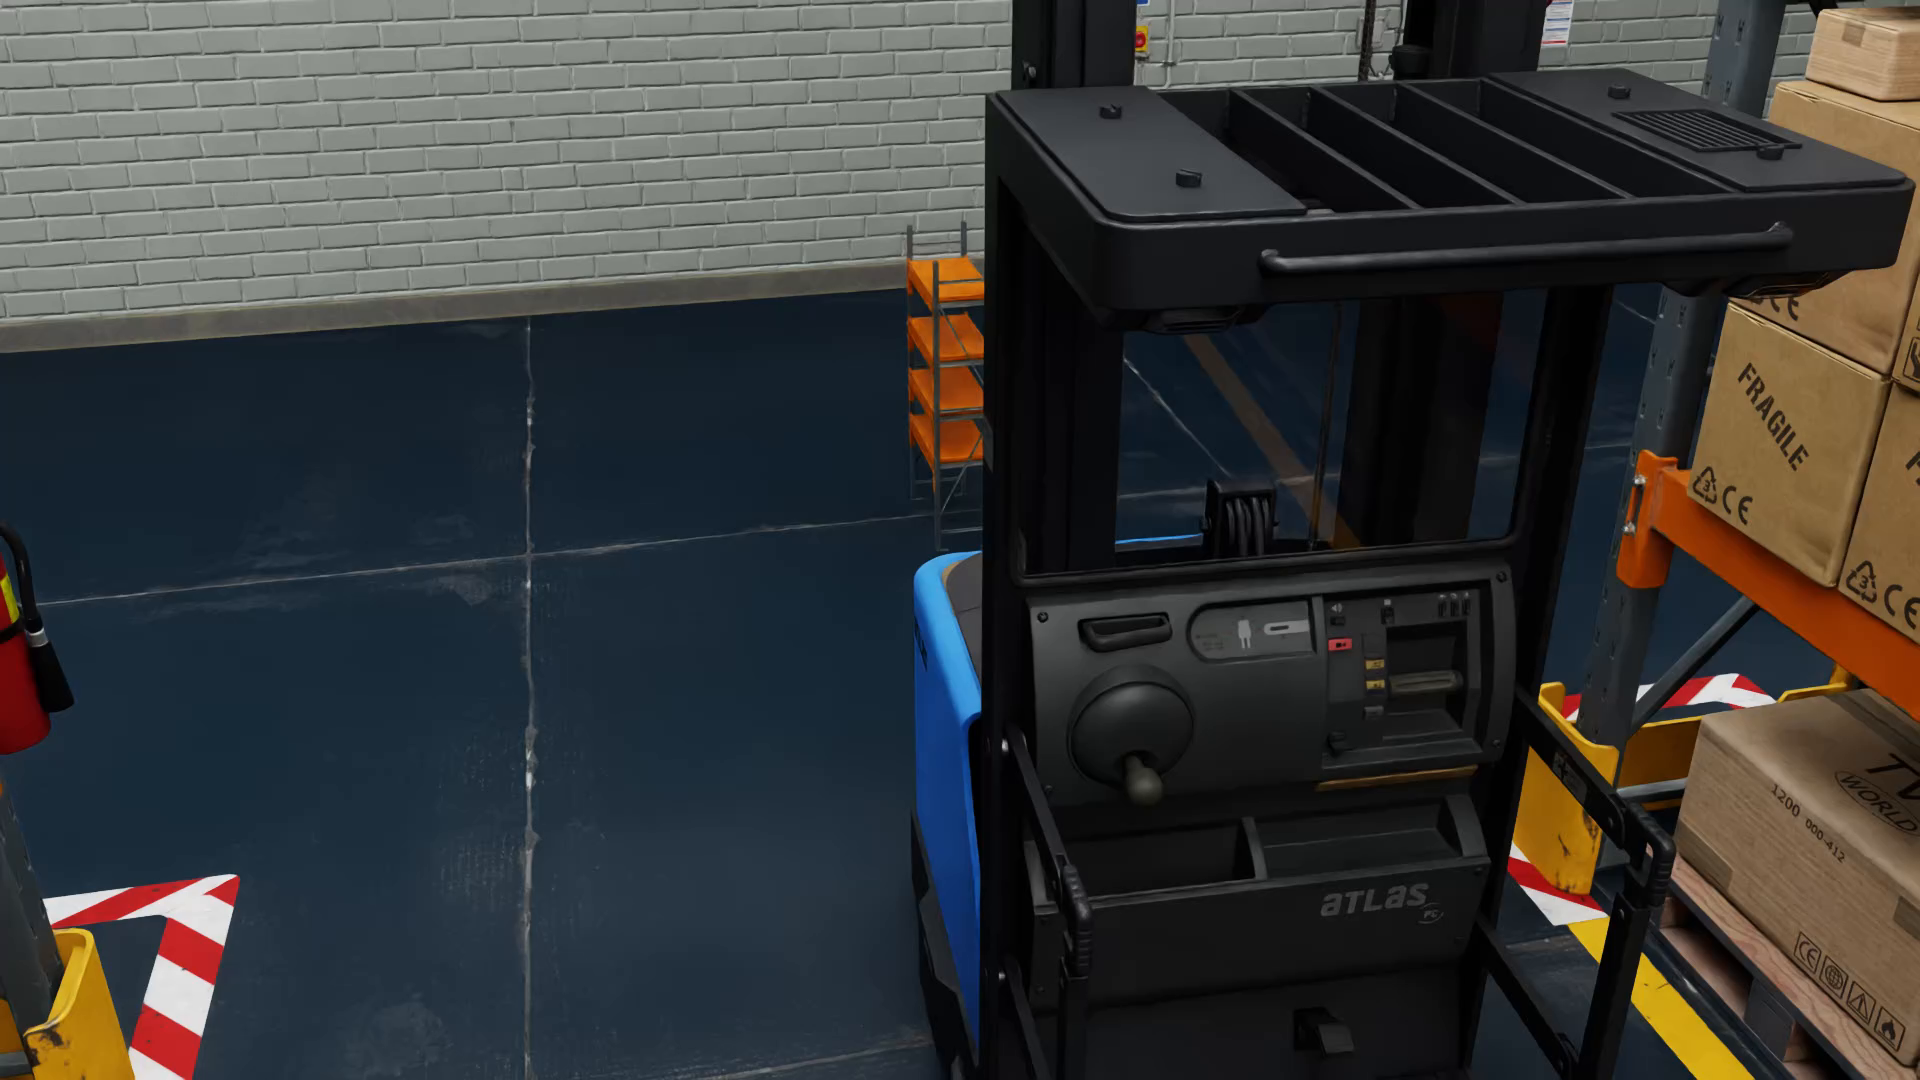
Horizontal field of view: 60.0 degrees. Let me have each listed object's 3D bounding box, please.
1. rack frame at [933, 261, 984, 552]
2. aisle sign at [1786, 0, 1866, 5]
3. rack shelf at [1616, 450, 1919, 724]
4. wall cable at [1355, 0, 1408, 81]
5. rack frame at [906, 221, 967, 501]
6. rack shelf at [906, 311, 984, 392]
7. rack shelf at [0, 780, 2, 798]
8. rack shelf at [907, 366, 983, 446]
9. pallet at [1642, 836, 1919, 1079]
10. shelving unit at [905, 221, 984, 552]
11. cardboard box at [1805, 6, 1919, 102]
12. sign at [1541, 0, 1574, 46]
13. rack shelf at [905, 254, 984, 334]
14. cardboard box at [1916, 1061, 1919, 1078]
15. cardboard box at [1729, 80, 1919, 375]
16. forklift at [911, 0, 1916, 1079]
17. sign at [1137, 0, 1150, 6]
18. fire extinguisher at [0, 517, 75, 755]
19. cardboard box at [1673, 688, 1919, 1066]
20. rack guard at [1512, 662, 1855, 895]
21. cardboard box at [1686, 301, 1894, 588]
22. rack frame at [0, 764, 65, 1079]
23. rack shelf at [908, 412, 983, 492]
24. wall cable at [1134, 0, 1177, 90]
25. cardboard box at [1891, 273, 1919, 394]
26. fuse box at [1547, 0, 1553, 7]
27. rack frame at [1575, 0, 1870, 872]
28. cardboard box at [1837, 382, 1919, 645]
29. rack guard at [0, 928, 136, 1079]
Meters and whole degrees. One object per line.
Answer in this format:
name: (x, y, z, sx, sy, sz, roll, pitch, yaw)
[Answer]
rack frame: (0.018, -0.501, 6.411, 0.240, 1.200, 0.015, -6, 27, -12)
aisle sign: (1.951, -1.607, 3.719, 0.394, 0.787, 0.004, -6, 27, -12)
rack shelf: (2.700, 0.755, 2.723, 1.077, 0.370, 4.000, -6, 27, -12)
wall cable: (2.335, -3.520, 9.267, 0.588, 1.984, 0.122, -6, 27, -12)
rack frame: (-0.092, -0.715, 6.836, 0.240, 1.200, 0.015, -6, 27, -12)
rack shelf: (-0.037, -0.748, 6.553, 0.258, 0.148, 0.480, -6, 27, -12)
rack shelf: (-2.100, 1.302, 1.640, 1.077, 0.370, 4.000, -6, 27, -12)
rack shelf: (-0.037, -0.548, 6.654, 0.258, 0.148, 0.480, -6, 27, -12)
pallet: (2.506, 1.144, 4.250, 1.003, 0.211, 1.213, -6, 27, -12)
shelving unit: (-0.037, -0.608, 6.624, 0.258, 1.200, 0.503, -6, 27, -12)
cardboard box: (2.060, -1.041, 3.542, 0.380, 0.149, 0.250, -5, 27, -11)
sign: (3.470, -3.165, 9.797, 0.329, 0.494, 0.001, -6, 27, -12)
rack shelf: (-0.037, -0.959, 6.447, 0.258, 0.148, 0.480, -6, 27, -12)
cardboard box: (2.710, 1.193, 3.435, 0.875, 0.438, 0.875, -5, 27, -10)
cardboard box: (2.080, -0.695, 3.578, 0.500, 0.500, 0.500, -7, 28, -13)
forklift: (0.626, 0.303, 2.897, 1.130, 2.935, 3.031, -5, 27, -9)
sign: (0.895, -3.060, 9.183, 0.327, 0.218, 0.001, -6, 27, -12)
fire extinguisher: (-2.158, 0.147, 3.630, 0.296, 0.674, 0.183, -6, 27, -12)
cardboard box: (2.496, 0.792, 4.230, 0.875, 0.438, 0.875, -7, 28, -13)
rack guard: (2.244, 0.661, 4.885, 1.175, 0.500, 0.348, -6, 27, -12)
cardboard box: (2.078, -0.249, 3.803, 0.500, 0.500, 0.500, -6, 27, -12)
rack frame: (-2.554, 0.103, 3.216, 0.949, 2.616, 0.053, -6, 27, -12)
rack shelf: (-0.037, -0.371, 6.743, 0.258, 0.148, 0.480, -6, 27, -12)
wall cable: (0.956, -3.385, 8.965, 0.585, 1.953, 0.123, -6, 27, -12)
cardboard box: (2.203, -0.469, 3.130, 0.500, 0.500, 0.500, -7, 28, -13)
fuse box: (3.036, -2.491, 9.787, 0.539, 1.711, 0.414, -6, 27, -12)
rack frame: (2.250, -0.444, 4.301, 1.000, 3.000, 0.127, -6, 27, -12)
cardboard box: (2.219, -0.030, 3.369, 0.500, 0.500, 0.500, -6, 27, -12)
rack guard: (-2.533, 1.252, 3.714, 1.175, 0.500, 0.348, -6, 27, -12)
